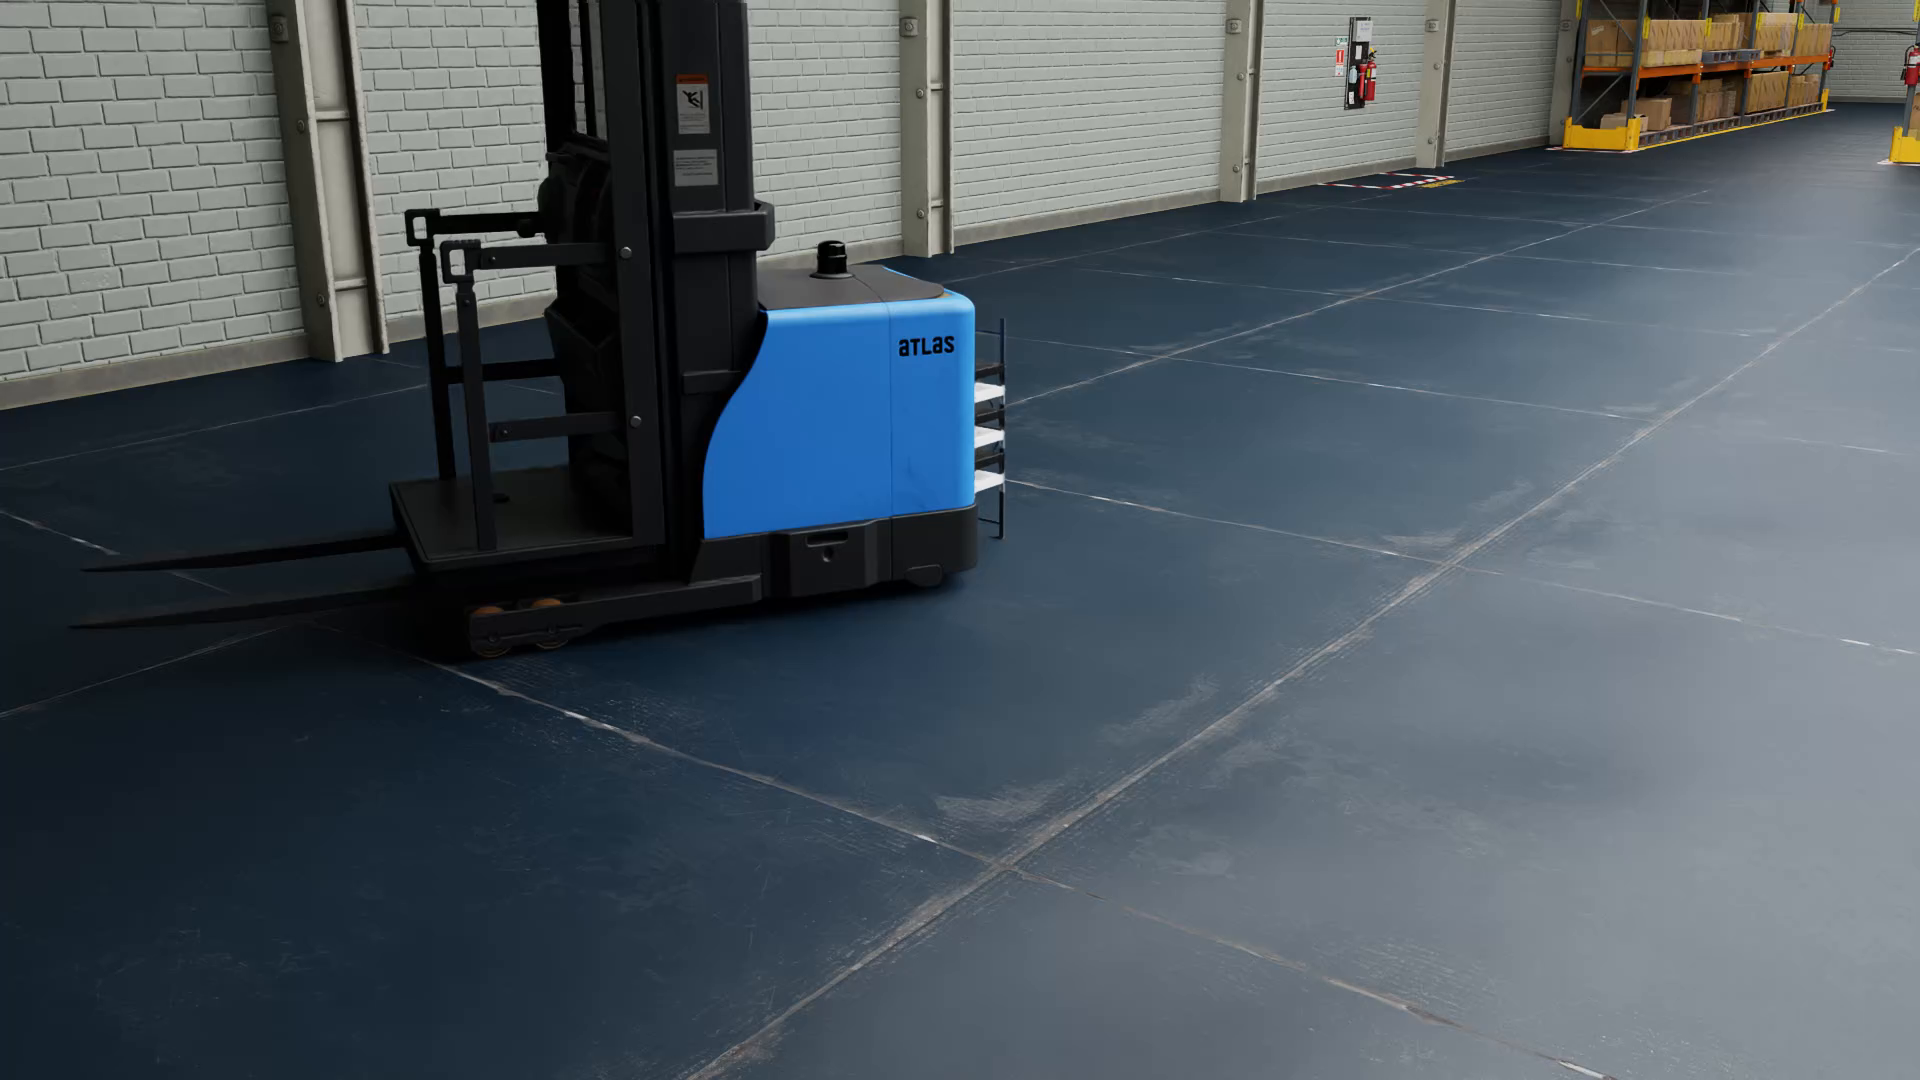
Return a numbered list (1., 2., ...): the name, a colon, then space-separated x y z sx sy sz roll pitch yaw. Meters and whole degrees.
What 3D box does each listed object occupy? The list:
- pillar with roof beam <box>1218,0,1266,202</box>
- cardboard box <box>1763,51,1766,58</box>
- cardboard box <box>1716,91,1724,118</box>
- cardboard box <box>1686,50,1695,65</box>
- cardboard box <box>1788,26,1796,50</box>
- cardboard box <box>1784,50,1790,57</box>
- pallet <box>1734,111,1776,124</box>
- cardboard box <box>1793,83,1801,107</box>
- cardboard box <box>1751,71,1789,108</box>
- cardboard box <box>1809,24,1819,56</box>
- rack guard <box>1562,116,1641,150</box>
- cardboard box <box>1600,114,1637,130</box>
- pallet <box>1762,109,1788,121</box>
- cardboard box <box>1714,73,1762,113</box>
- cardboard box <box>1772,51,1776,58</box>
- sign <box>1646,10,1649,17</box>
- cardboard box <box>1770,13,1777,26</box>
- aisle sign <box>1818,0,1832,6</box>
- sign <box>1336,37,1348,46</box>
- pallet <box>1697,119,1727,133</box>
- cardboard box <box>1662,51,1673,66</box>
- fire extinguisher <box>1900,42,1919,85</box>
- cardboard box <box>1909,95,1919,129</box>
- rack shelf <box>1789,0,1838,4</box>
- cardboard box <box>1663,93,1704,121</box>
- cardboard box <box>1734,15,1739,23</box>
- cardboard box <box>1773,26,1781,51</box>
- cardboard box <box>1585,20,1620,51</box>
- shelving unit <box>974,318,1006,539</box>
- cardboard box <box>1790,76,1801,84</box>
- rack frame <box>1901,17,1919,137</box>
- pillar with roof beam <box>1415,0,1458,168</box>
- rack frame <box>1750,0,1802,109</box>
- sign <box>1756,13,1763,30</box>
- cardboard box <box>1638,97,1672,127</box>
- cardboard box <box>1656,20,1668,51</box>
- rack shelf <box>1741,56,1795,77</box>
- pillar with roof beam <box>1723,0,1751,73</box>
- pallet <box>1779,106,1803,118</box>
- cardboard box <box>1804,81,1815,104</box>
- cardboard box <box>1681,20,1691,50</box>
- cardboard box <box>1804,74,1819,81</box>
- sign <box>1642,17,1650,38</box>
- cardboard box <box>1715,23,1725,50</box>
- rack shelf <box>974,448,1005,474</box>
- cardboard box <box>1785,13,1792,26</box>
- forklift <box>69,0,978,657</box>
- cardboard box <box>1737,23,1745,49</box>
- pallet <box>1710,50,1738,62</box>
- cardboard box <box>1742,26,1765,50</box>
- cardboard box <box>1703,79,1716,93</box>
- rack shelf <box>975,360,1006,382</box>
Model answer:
1. pillar with roof beam: 6.740 -7.568 15.941 9.100 9.000 0.400 12 21 35
2. cardboard box: 16.603 -10.146 34.749 0.380 0.149 0.250 13 21 36
3. cardboard box: 14.689 -8.641 32.986 0.700 0.500 0.500 12 21 35
4. cardboard box: 12.751 -8.609 29.629 0.500 0.250 0.500 13 21 35
5. cardboard box: 17.787 -10.905 36.099 0.500 0.500 0.500 12 21 34
6. cardboard box: 17.755 -10.555 36.066 0.380 0.149 0.250 13 21 36
7. pallet: 16.734 -9.040 35.498 1.003 0.211 1.213 12 21 35
8. cardboard box: 18.690 -10.146 37.866 0.700 0.500 0.500 12 21 34
9. cardboard box: 17.577 -9.857 36.343 0.750 0.750 0.750 13 21 35
10. cardboard box: 19.061 -11.478 38.142 0.980 0.700 0.700 11 20 32
11. rack guard: 10.755 -6.827 27.884 1.175 0.500 0.348 12 21 35
12. cardboard box: 11.195 -7.077 28.268 0.500 0.311 0.500 10 20 29
13. pallet: 17.461 -9.332 36.438 1.003 0.211 1.213 12 21 35
14. cardboard box: 16.020 -9.234 34.337 0.750 0.750 0.750 12 21 34
15. cardboard box: 17.094 -10.325 35.323 0.380 0.149 0.250 12 21 33
16. sign: 12.646 -9.605 30.664 0.100 0.325 0.005 12 21 35
17. cardboard box: 16.569 -10.776 34.418 0.500 0.250 0.500 13 21 35
18. aisle sign: 20.527 -13.019 39.226 0.394 0.787 0.004 12 21 35
19. sign: 4.952 -6.467 21.558 0.001 0.109 0.331 12 21 35
20. pallet: 14.283 -8.101 32.474 1.003 0.211 1.213 12 21 35
21. cardboard box: 11.862 -8.247 28.462 0.500 0.250 0.500 12 21 34
22. fire extinguisher: 14.247 -7.145 24.824 0.296 0.674 0.183 12 21 35
23. cardboard box: 14.771 -6.554 25.454 0.500 0.500 0.500 12 21 35
24. rack shelf: 19.052 -12.426 37.855 1.077 0.370 4.000 12 21 35
25. cardboard box: 13.786 -8.282 31.827 0.700 0.500 0.500 12 21 34
26. cardboard box: 15.295 -10.388 33.133 0.380 0.149 0.250 9 20 28
27. cardboard box: 16.892 -10.544 34.936 0.500 0.500 0.500 13 22 36
28. cardboard box: 10.820 -8.448 27.846 0.500 0.500 0.500 12 21 34
29. shelving unit: 0.019 -0.433 6.618 0.258 0.900 0.210 13 22 37
30. cardboard box: 18.739 -10.386 37.545 0.380 0.149 0.250 13 22 37
31. rack frame: 14.691 -7.128 24.639 1.000 3.000 0.127 12 21 35
32. pillar with roof beam: 10.315 -8.997 20.543 9.100 9.000 0.400 12 21 35
33. rack frame: 17.860 -10.861 36.659 1.000 3.000 0.127 12 21 35
34. sign: 15.918 -10.329 33.129 0.100 0.325 0.005 12 21 35
35. cardboard box: 12.507 -7.717 30.010 0.500 0.500 0.500 11 20 31
36. cardboard box: 11.538 -8.475 27.932 0.500 0.500 0.500 12 21 35
37. rack shelf: 16.668 -10.041 35.232 1.077 0.370 4.000 12 21 35
38. pillar with roof beam: 21.040 -13.284 34.349 9.100 9.000 0.400 12 21 35
39. pallet: 18.376 -9.696 37.611 1.003 0.211 1.213 12 21 35
40. cardboard box: 19.609 -10.516 39.058 0.700 0.500 0.500 12 21 35
41. cardboard box: 12.459 -8.846 29.126 0.500 0.500 0.500 12 21 33
42. cardboard box: 19.977 -10.883 39.143 0.380 0.149 0.250 12 21 34
43. sign: 11.146 -8.320 27.018 0.100 0.325 0.005 12 21 35
44. cardboard box: 14.130 -9.622 31.761 0.700 0.500 0.500 16 24 42
45. rack shelf: 0.019 -0.315 6.654 0.258 0.077 0.200 13 22 37
46. cardboard box: 17.475 -11.141 35.595 0.500 0.250 0.500 13 21 36
47. forklift: -1.497 -1.190 5.632 3.031 2.935 1.130 -7 19 -23
48. cardboard box: 15.205 -10.052 33.145 0.700 0.500 0.500 10 20 28
49. pallet: 14.330 -9.338 32.078 1.003 0.211 1.213 12 21 35
50. cardboard box: 15.972 -10.178 33.756 0.500 0.500 0.500 13 22 36
51. cardboard box: 14.397 -8.854 32.404 0.500 0.250 0.500 12 21 34
52. rack shelf: 0.018 -0.659 6.548 0.258 0.077 0.200 13 22 37
